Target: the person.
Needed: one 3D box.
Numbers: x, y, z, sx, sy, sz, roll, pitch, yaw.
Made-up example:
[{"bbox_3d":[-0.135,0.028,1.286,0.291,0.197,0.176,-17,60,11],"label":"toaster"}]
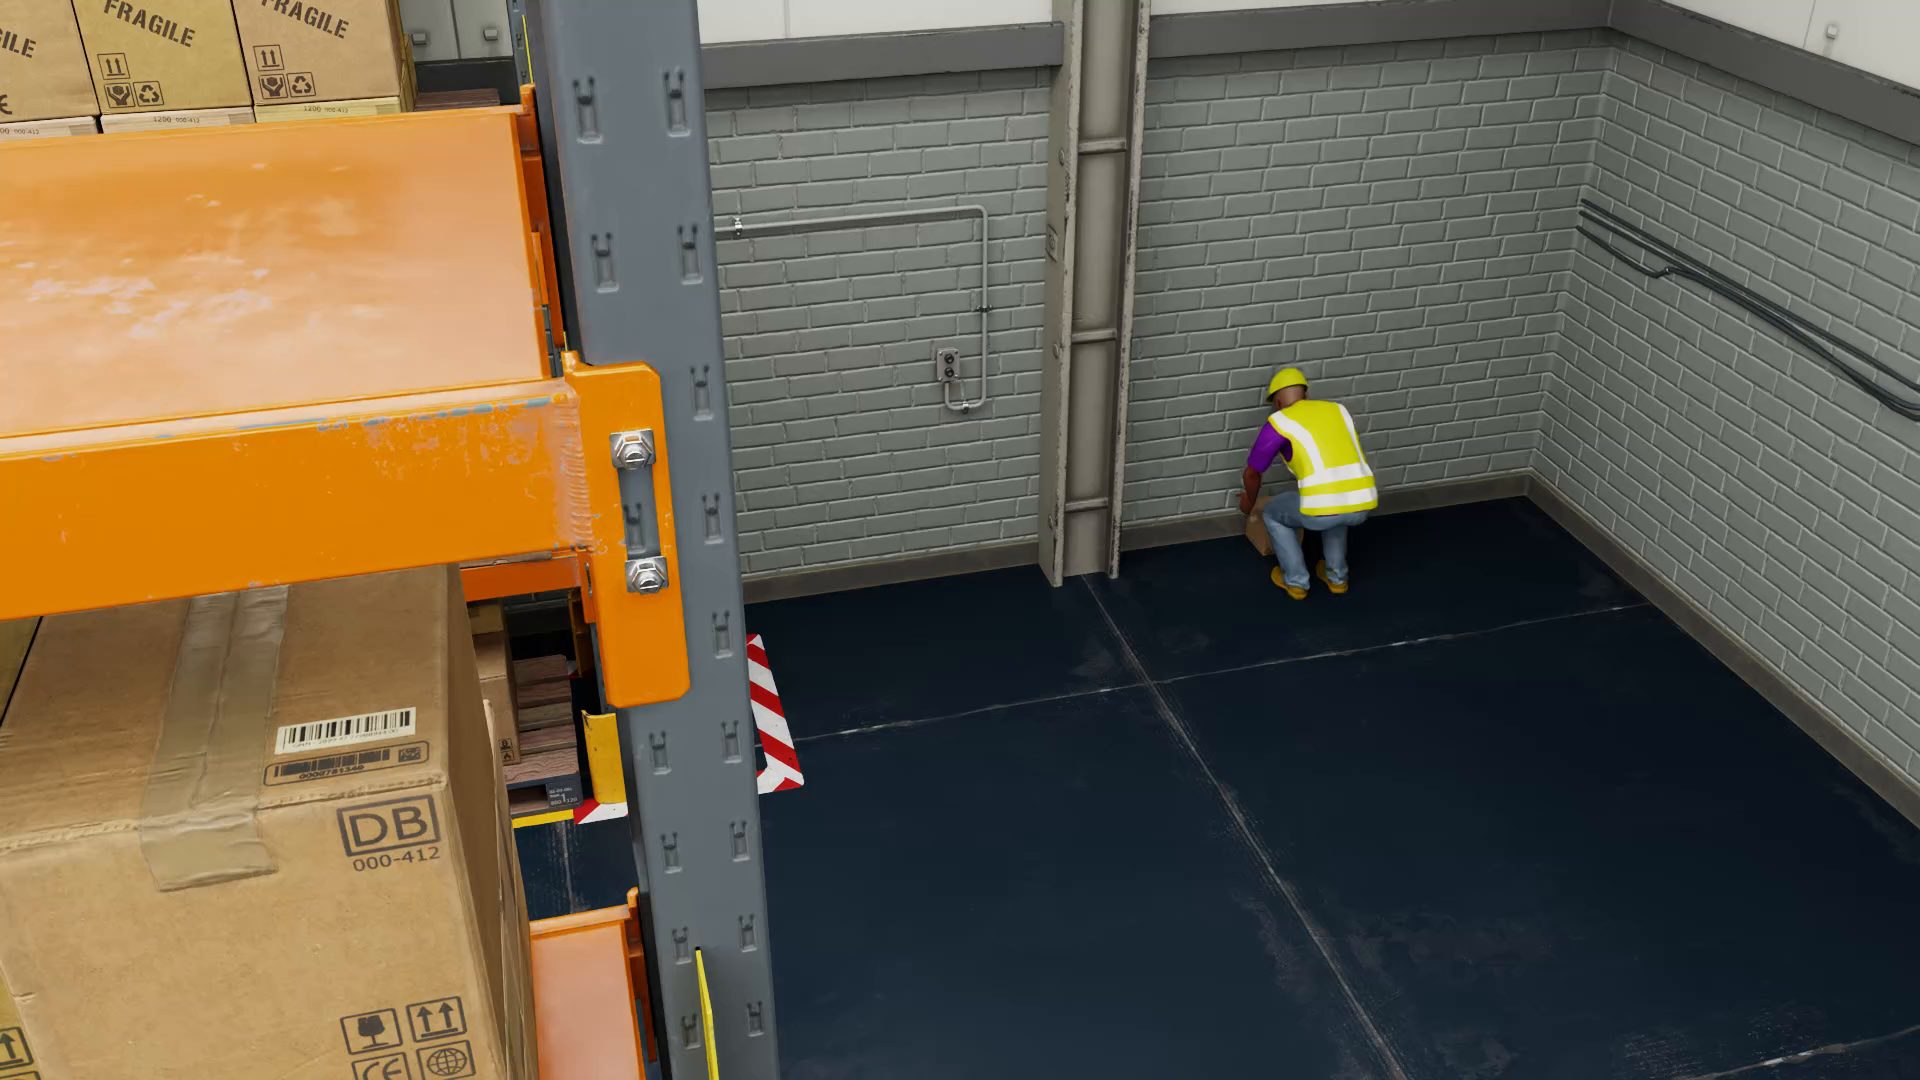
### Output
[{"bbox_3d":[1.917,-0.291,9.208,0.615,1.167,0.856,-8,31,-13],"label":"person"}]
